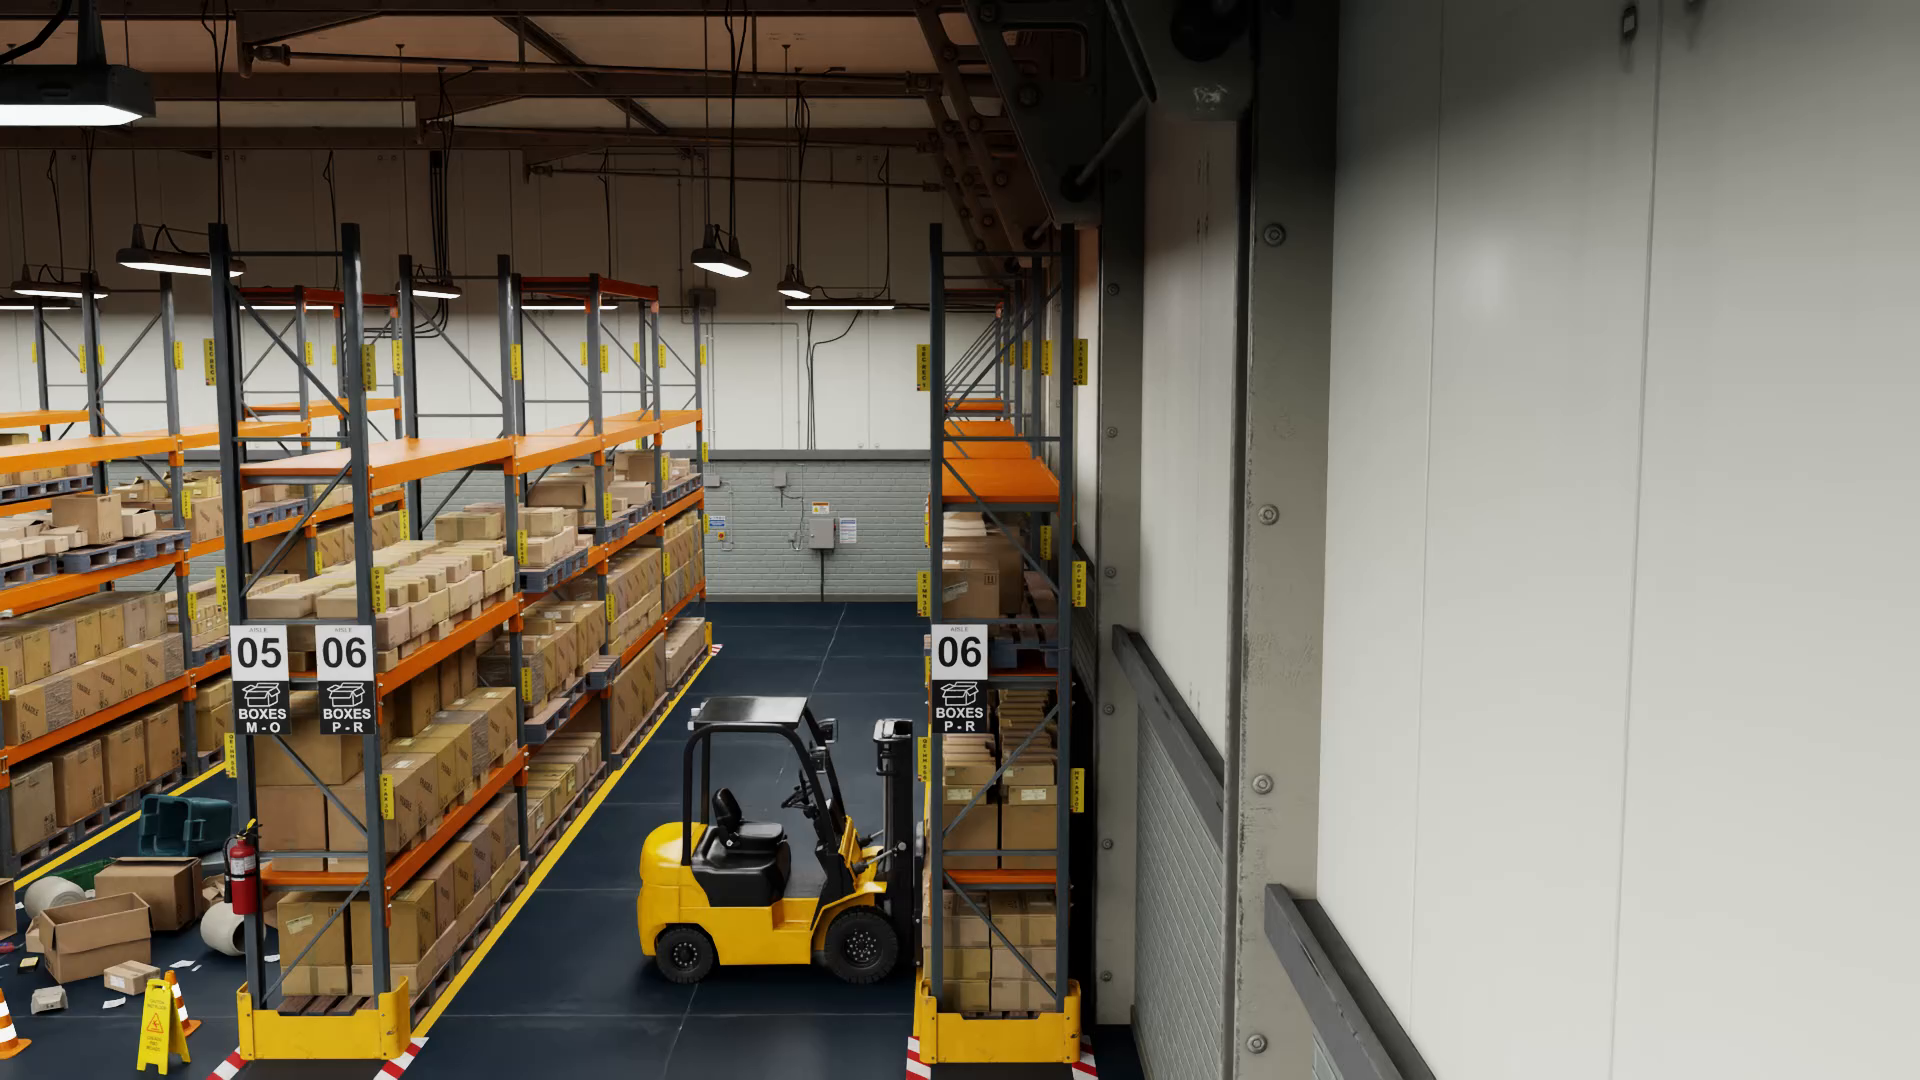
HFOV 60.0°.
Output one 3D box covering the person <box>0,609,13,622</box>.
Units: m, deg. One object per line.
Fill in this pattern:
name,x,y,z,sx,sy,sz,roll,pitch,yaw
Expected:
person,-13.110,1.697,23.073,0.543,1.578,0.747,1,7,7
